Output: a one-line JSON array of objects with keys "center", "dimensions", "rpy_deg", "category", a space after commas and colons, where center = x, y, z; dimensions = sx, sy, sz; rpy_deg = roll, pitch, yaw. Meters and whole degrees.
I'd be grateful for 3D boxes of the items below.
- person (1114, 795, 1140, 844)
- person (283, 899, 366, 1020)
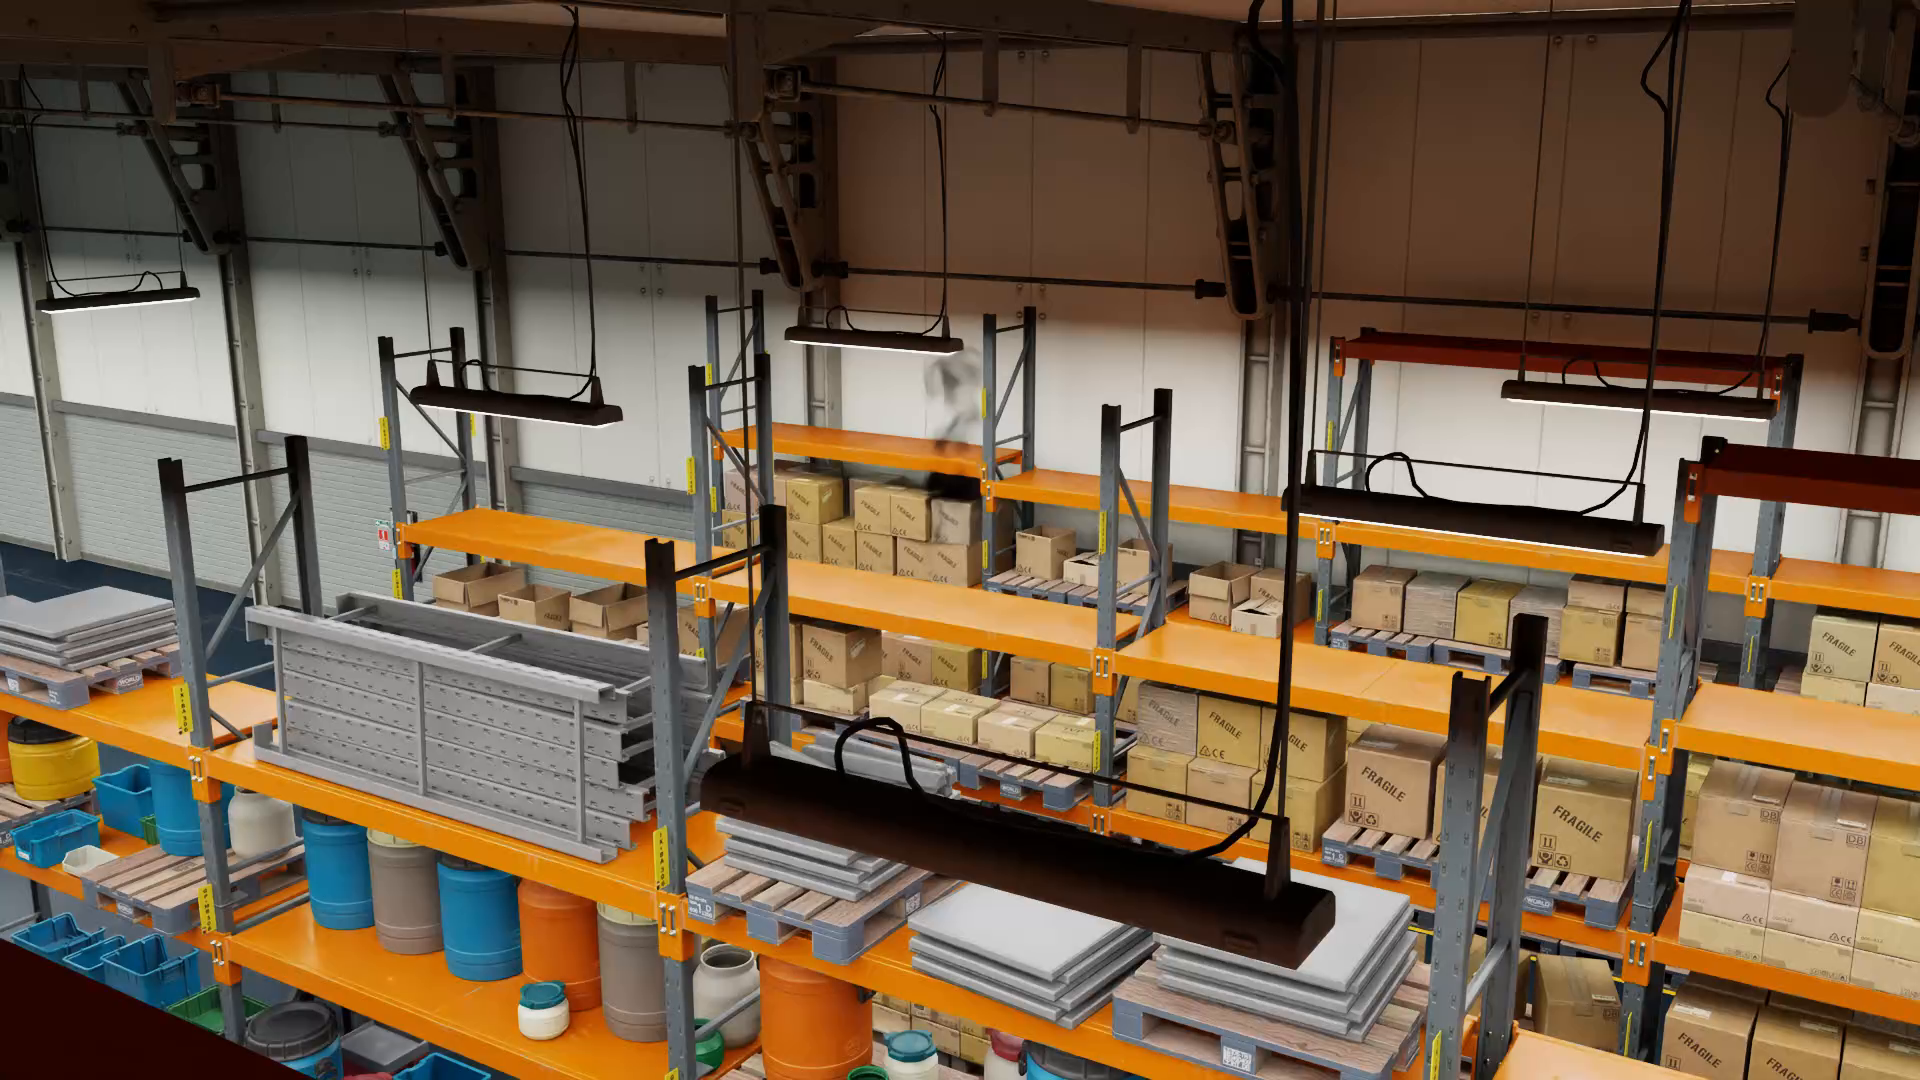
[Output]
[{"center": [1.630, 3.265, 16.722], "dimensions": [0.538, 1.608, 0.600], "rpy_deg": [7, 15, 25], "category": "person"}, {"center": [-5.720, 3.643, 14.966], "dimensions": [1.086, 1.778, 0.711], "rpy_deg": [5, 15, 20], "category": "person"}]
